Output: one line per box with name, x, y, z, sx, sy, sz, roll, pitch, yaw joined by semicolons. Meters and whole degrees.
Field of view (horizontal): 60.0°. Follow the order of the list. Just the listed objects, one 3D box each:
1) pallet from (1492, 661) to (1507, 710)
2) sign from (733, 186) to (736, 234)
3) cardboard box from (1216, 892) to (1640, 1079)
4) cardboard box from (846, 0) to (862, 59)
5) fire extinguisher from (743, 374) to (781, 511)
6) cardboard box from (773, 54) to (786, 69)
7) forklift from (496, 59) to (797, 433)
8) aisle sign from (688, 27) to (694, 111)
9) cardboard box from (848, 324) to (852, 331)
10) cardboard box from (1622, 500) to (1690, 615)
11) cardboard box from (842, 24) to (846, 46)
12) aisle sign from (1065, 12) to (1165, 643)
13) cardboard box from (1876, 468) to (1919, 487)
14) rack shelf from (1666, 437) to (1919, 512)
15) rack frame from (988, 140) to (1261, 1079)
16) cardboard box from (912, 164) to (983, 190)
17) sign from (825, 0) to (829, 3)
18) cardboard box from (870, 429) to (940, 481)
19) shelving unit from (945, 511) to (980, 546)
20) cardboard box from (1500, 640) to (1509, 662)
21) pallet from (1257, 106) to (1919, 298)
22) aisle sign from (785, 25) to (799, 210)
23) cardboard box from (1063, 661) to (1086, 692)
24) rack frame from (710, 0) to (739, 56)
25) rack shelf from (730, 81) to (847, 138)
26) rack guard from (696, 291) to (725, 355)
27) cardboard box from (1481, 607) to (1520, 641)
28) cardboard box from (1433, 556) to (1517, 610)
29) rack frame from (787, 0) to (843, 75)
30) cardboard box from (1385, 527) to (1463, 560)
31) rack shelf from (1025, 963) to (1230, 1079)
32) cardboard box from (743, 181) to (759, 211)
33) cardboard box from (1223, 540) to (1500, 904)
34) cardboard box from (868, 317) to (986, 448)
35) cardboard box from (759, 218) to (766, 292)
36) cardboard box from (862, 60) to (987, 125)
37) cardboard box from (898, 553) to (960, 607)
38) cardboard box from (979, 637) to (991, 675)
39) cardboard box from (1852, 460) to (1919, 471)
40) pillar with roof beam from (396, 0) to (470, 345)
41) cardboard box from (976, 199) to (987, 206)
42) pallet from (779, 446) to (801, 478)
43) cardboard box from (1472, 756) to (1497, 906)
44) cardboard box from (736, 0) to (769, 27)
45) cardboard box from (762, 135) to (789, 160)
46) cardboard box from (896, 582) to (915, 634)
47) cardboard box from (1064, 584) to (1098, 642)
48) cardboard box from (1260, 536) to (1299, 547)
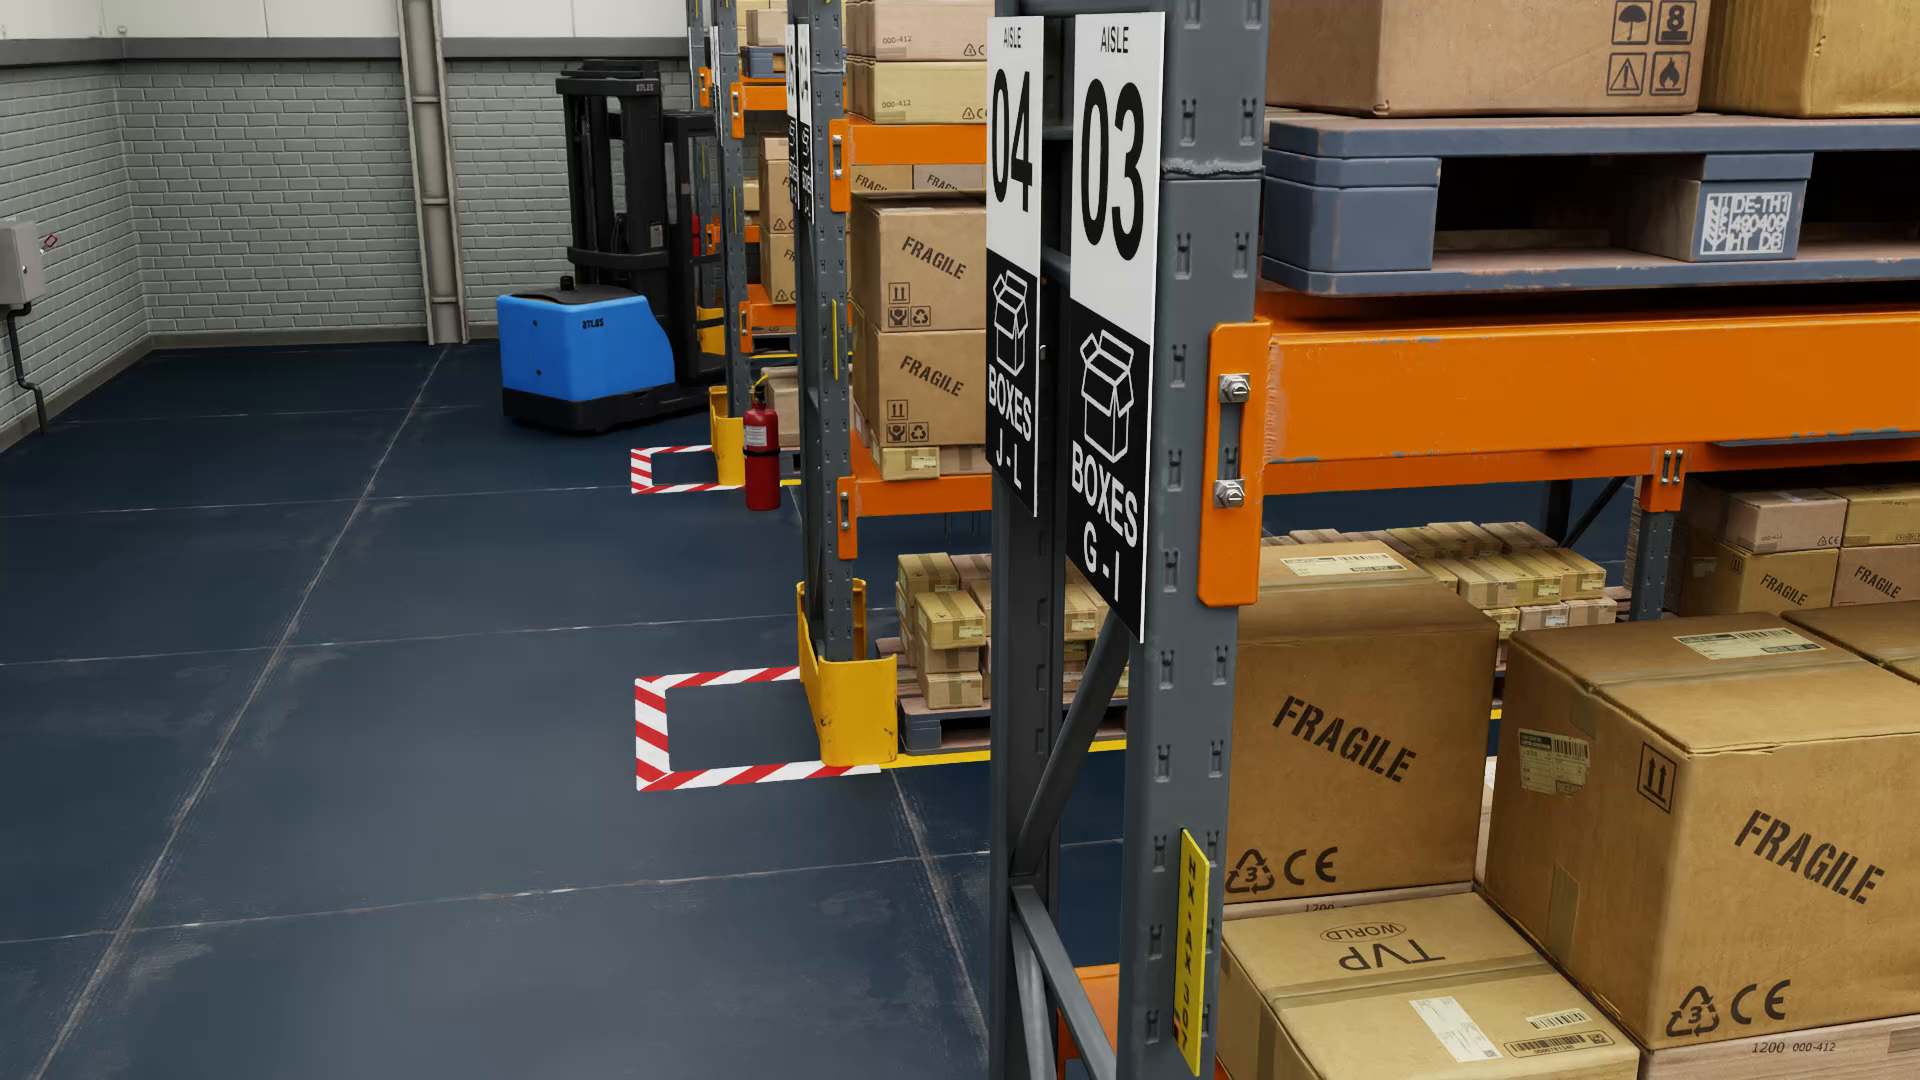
pallet;2.647;0.576;8.576;1.213;0.211;1.003;-3;17;-10
sign;-1.566;-2.294;11.564;0.005;0.325;0.100;-3;17;-10
cardboard box;0.737;0.834;2.735;0.500;0.250;0.500;-4;17;-12
cardboard box;-0.223;-2.282;7.427;0.500;0.250;0.500;-4;17;-12
fire extinguisher;-0.962;-0.485;8.050;0.183;0.674;0.296;-3;17;-10
cardboard box;-1.746;-4.730;16.421;0.250;0.149;0.380;-3;17;-10
forklift;-2.537;-2.645;14.432;1.130;2.935;3.031;13;21;37
aisle sign;-2.622;-4.588;16.213;0.004;0.787;0.394;-3;17;-10
cardboard box;-1.146;-2.483;17.328;0.500;0.500;0.700;-3;17;-8
cardboard box;3.979;0.076;8.998;0.500;0.500;0.500;-4;17;-11
cardboard box;-0.844;-3.663;12.062;0.250;0.149;0.380;-5;18;-15
aisle sign;0.201;-0.298;2.247;0.004;0.787;0.394;-3;17;-10
cardboard box;5.100;-0.191;8.591;0.500;0.250;0.500;-3;17;-8
rack shelf;5.264;-0.572;8.790;4.000;0.370;1.077;-3;17;-10
rack frame;0.214;0.854;2.923;0.127;3.000;1.000;-3;17;-10
cardboard box;-0.130;-2.535;12.083;0.500;0.500;0.500;-3;17;-11
sign;-0.524;-2.277;6.519;0.005;0.325;0.100;-3;17;-10
cardboard box;-0.247;-0.385;7.385;0.250;0.149;0.380;-3;17;-11
shelving unit;0.014;-0.574;10.638;0.189;1.200;0.258;-3;17;-10
cardboard box;2.709;0.468;8.319;0.250;0.149;0.380;-3;17;-9
pallet;0.941;-0.582;2.640;1.213;0.211;1.003;-3;17;-10
aisle sign;-0.756;-1.907;7.483;0.004;0.787;0.394;-3;17;-10
cardboard box;0.432;0.589;7.924;0.250;0.149;0.380;-3;17;-10
rack frame;-1.666;-4.871;11.343;0.127;3.000;1.000;-3;17;-10
rack shelf;0.298;-3.204;12.252;4.000;0.370;1.077;-3;17;-10
rack guard;-2.536;-2.243;17.263;0.348;0.500;1.175;-3;17;-10
cardboard box;2.528;0.363;8.154;0.250;0.149;0.380;-4;17;-12
cardboard box;2.514;0.210;8.147;0.250;0.149;0.380;-3;17;-11
rack frame;-0.627;-3.449;6.716;0.127;3.000;1.000;-3;17;-10
cardboard box;2.402;0.059;8.637;0.250;0.149;0.380;-3;17;-11
rack shelf;2.178;1.086;3.391;4.000;0.370;1.077;-3;17;-10
cardboard box;-2.114;-3.452;16.690;0.500;0.250;0.500;-3;17;-10
cardboard box;0.643;0.322;3.126;0.500;0.500;0.500;-3;17;-10
cardboard box;-0.134;-0.717;7.360;0.500;0.500;0.500;-2;17;-8
cardboard box;-1.242;-2.154;12.546;0.500;0.500;0.500;-3;17;-10
cardboard box;-0.138;-1.895;7.020;0.500;0.250;0.500;-3;17;-8
cardboard box;-0.156;0.193;8.200;0.250;0.149;0.380;-3;17;-10
cardboard box;0.215;0.484;7.761;0.250;0.149;0.380;-3;17;-11
cardboard box;5.007;-0.341;9.080;0.500;0.250;0.500;-4;18;-13
pillar with roof beam;-4.613;-5.170;12.318;0.400;9.000;9.100;-3;17;-10
cardboard box;0.358;-1.228;7.321;0.500;0.500;0.500;-3;17;-9
pallet;-0.895;-0.737;12.852;1.213;0.211;1.003;-3;17;-10
cardboard box;1.138;0.652;3.330;0.500;0.250;0.500;-4;17;-11
cardboard box;-2.128;-5.129;16.192;0.500;0.250;0.500;-3;17;-11
cardboard box;-1.265;-2.779;11.772;0.250;0.149;0.380;-3;17;-9
cardboard box;-0.163;0.327;8.274;0.250;0.149;0.380;-4;17;-12
cardboard box;0.471;0.338;7.731;0.250;0.149;0.380;-3;17;-11
cardboard box;1.633;0.110;8.472;0.250;0.149;0.380;-4;18;-13
